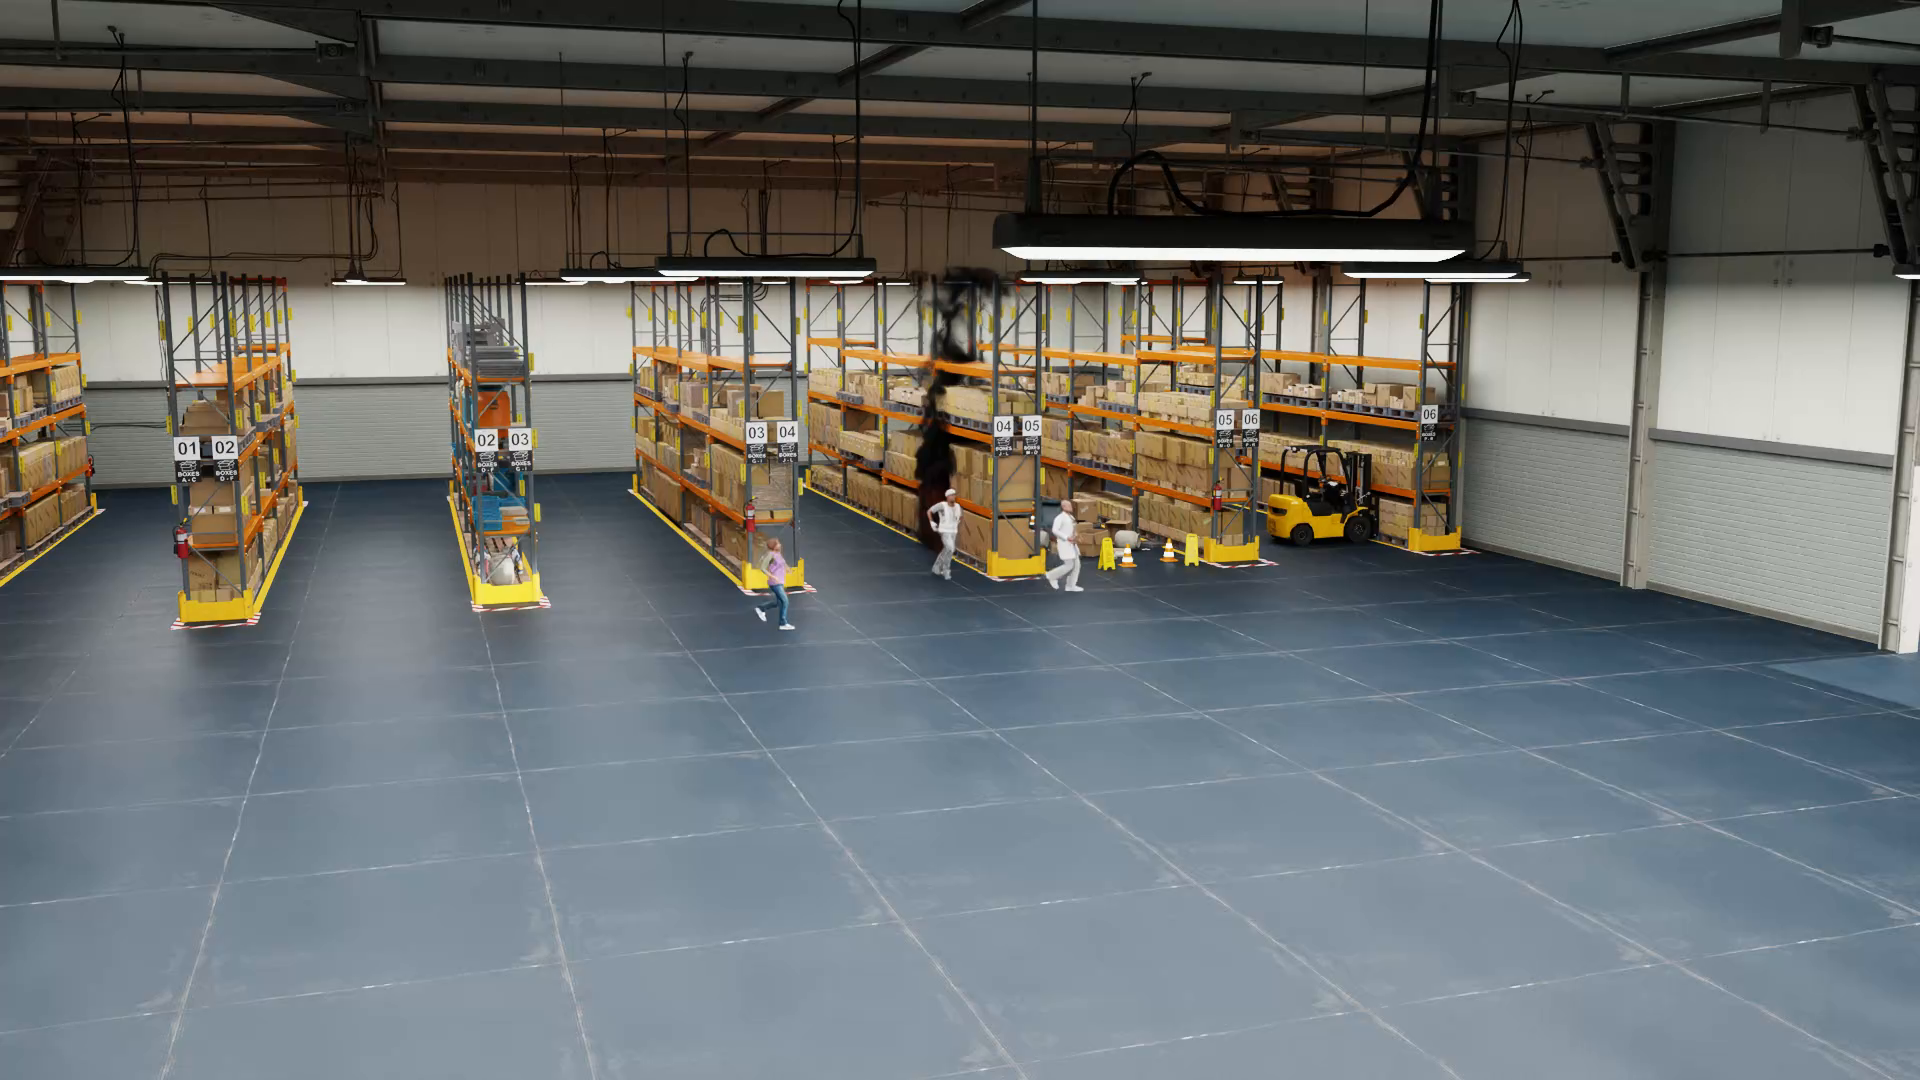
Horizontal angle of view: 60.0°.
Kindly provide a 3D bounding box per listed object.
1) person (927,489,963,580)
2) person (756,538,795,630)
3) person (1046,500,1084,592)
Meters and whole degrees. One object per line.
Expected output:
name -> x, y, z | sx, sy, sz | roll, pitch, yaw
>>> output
person -> -0.258, -0.112, 33.134 | 0.701, 1.827, 0.686 | 8, 12, 44
person -> -3.144, 0.733, 28.063 | 0.730, 1.558, 0.546 | 2, 9, 15
person -> 2.004, 0.110, 31.571 | 0.748, 1.746, 0.740 | 5, 10, 28
